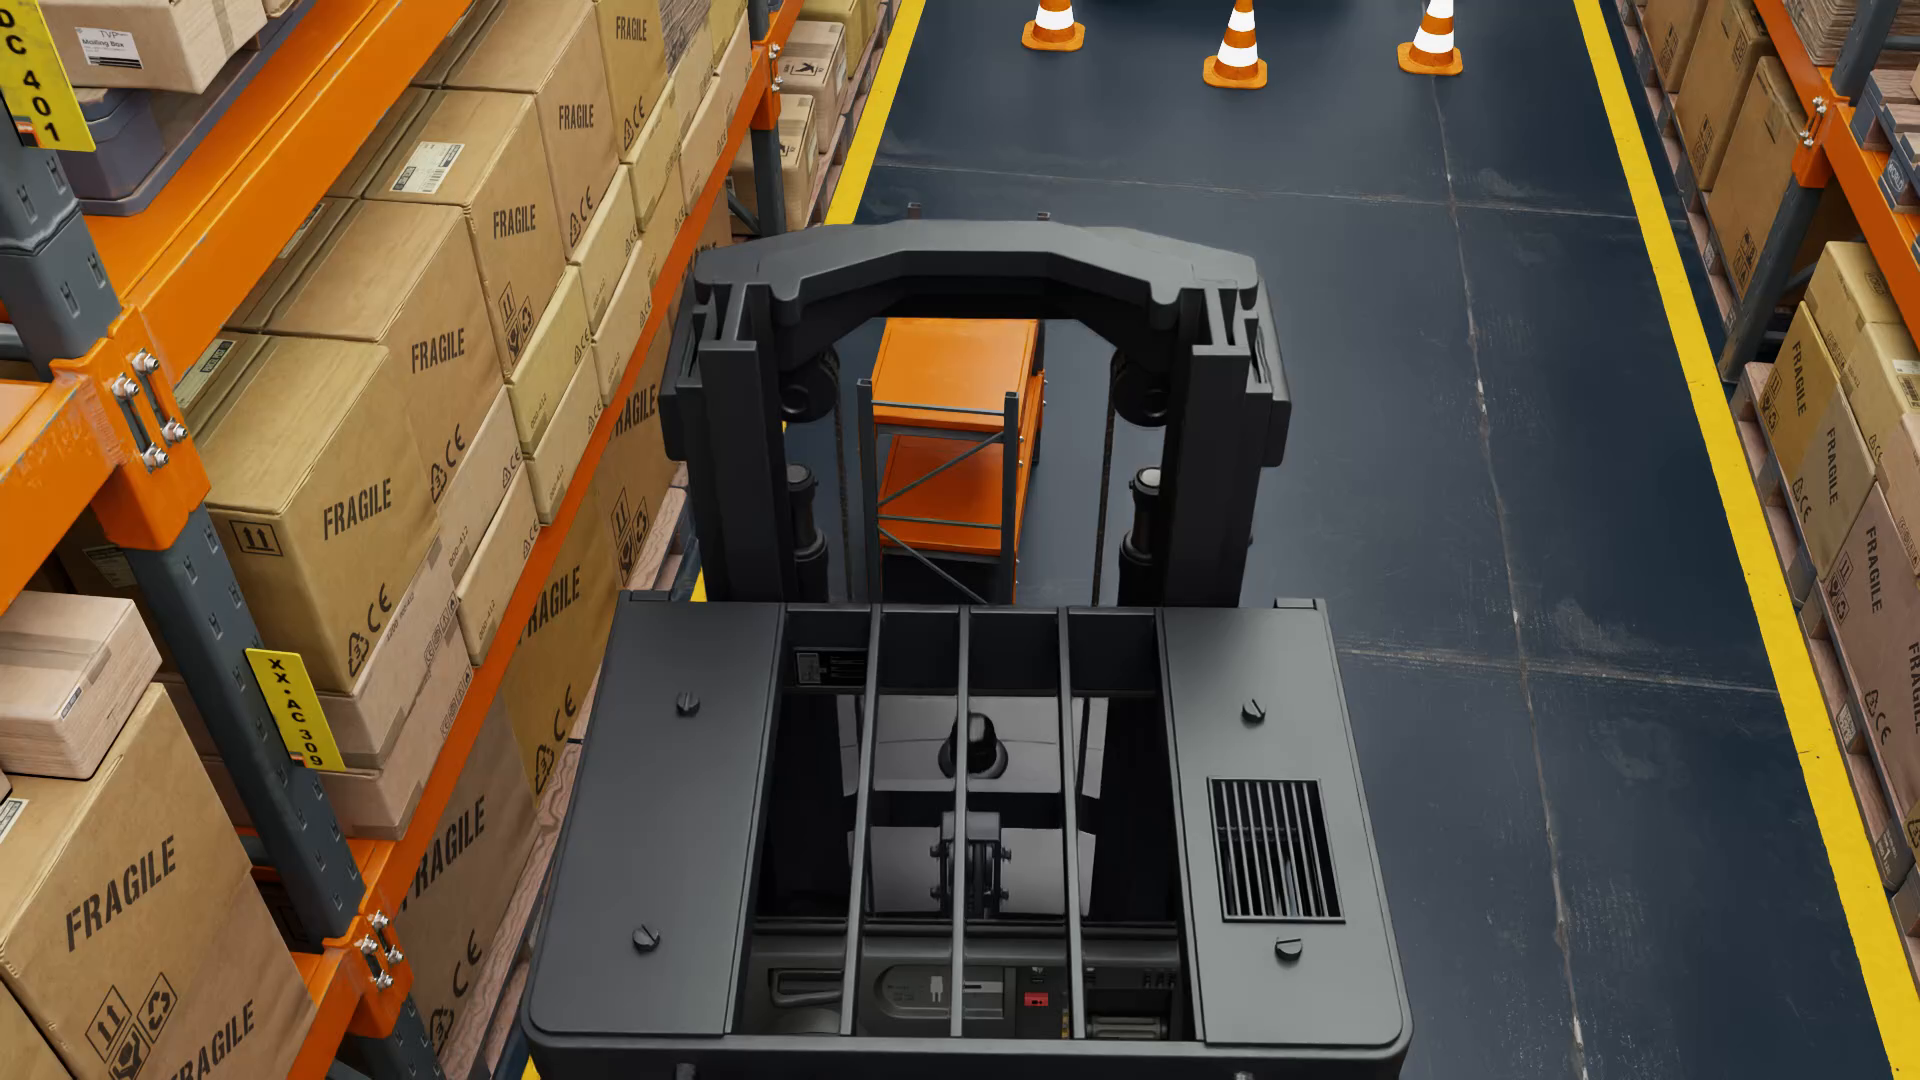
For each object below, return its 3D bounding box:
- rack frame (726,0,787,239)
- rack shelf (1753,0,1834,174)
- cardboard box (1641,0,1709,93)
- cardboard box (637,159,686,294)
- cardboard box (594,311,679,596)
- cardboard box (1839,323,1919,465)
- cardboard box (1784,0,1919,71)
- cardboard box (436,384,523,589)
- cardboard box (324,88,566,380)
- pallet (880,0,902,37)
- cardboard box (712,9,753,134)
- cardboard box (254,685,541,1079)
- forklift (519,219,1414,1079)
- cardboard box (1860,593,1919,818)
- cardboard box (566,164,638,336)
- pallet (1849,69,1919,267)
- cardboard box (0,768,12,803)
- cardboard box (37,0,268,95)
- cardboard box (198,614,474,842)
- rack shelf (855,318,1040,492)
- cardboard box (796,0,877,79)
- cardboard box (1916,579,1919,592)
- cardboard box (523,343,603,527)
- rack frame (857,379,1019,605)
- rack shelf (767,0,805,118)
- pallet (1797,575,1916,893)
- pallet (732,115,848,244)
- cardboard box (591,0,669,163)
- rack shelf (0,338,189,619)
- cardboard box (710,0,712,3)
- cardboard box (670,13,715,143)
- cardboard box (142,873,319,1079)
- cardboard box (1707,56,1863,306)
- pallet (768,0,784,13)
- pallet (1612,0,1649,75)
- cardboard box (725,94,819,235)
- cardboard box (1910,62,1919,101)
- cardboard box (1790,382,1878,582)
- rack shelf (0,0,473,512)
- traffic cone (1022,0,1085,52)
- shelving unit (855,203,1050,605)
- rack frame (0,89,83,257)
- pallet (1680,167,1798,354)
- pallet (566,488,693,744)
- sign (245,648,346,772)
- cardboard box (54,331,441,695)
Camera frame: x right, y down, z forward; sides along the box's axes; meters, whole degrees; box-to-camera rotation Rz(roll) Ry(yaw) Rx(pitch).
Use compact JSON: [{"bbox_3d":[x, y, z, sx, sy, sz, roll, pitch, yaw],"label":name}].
[{"bbox_3d":[-1.236,-2.117,6.304,1.000,3.000,0.127,5,44,6],"label":"rack frame"},{"bbox_3d":[3.948,-2.838,7.588,1.077,0.370,4.000,5,44,6],"label":"rack shelf"},{"bbox_3d":[4.088,-2.709,8.260,1.050,0.750,0.750,5,44,6],"label":"cardboard box"},{"bbox_3d":[-1.180,-1.003,5.237,0.500,0.250,0.500,5,44,5],"label":"cardboard box"},{"bbox_3d":[-1.532,-0.427,5.759,0.875,0.875,0.875,6,44,6],"label":"cardboard box"},{"bbox_3d":[3.285,-0.459,5.521,0.500,0.250,0.500,5,44,5],"label":"cardboard box"},{"bbox_3d":[3.477,-2.103,6.217,0.500,0.500,0.500,5,44,6],"label":"cardboard box"},{"bbox_3d":[-1.386,-0.150,3.972,0.500,0.250,0.500,6,44,6],"label":"cardboard box"},{"bbox_3d":[-1.314,-0.755,4.065,0.500,0.500,0.500,4,44,4],"label":"cardboard box"},{"bbox_3d":[-0.809,-3.300,9.581,1.003,0.211,1.213,5,44,6],"label":"pallet"},{"bbox_3d":[-1.046,-1.694,5.967,0.500,0.250,0.500,4,44,4],"label":"cardboard box"},{"bbox_3d":[-1.763,0.798,4.465,0.875,0.875,0.875,6,44,7],"label":"cardboard box"},{"bbox_3d":[0.013,1.038,3.022,1.130,2.935,3.031,1,43,1],"label":"forklift"},{"bbox_3d":[3.143,0.519,5.032,0.500,0.500,0.500,4,44,5],"label":"cardboard box"},{"bbox_3d":[-1.229,-0.836,4.697,0.500,0.250,0.500,4,44,4],"label":"cardboard box"},{"bbox_3d":[3.695,-1.171,5.444,1.213,0.211,1.003,5,44,6],"label":"pallet"},{"bbox_3d":[-1.633,0.383,2.392,0.380,0.149,0.250,6,44,7],"label":"cardboard box"},{"bbox_3d":[-1.352,-0.893,2.622,0.396,0.266,0.258,5,44,5],"label":"cardboard box"},{"bbox_3d":[-1.445,0.388,3.768,0.500,0.250,0.500,4,44,5],"label":"cardboard box"},{"bbox_3d":[-0.001,-0.616,5.657,0.538,0.278,1.000,5,44,6],"label":"rack shelf"},{"bbox_3d":[-0.956,-2.719,8.546,0.950,0.372,0.625,7,44,7],"label":"cardboard box"},{"bbox_3d":[3.140,0.232,4.791,0.500,0.250,0.500,3,44,4],"label":"cardboard box"},{"bbox_3d":[-1.295,-0.313,4.508,0.500,0.250,0.500,5,44,5],"label":"cardboard box"},{"bbox_3d":[-0.068,-0.057,5.493,0.500,1.125,0.032,5,44,6],"label":"rack frame"},{"bbox_3d":[-0.972,-3.219,7.991,1.077,0.370,4.000,5,44,6],"label":"rack shelf"},{"bbox_3d":[3.415,0.638,5.422,1.003,0.211,1.213,5,44,6],"label":"pallet"},{"bbox_3d":[-1.132,-1.637,7.825,1.003,0.211,1.213,5,44,6],"label":"pallet"},{"bbox_3d":[-1.177,-1.452,4.802,0.500,0.500,0.500,5,44,6],"label":"cardboard box"},{"bbox_3d":[-2.030,1.144,1.201,1.077,0.370,4.000,5,44,6],"label":"rack shelf"},{"bbox_3d":[-1.046,-2.140,5.529,0.500,0.500,0.500,4,44,4],"label":"cardboard box"},{"bbox_3d":[-1.113,-1.541,5.441,0.500,0.250,0.500,4,44,4],"label":"cardboard box"},{"bbox_3d":[-1.573,0.912,3.032,0.500,0.500,0.500,6,44,6],"label":"cardboard box"},{"bbox_3d":[3.853,-1.478,6.960,1.050,0.750,0.750,5,44,5],"label":"cardboard box"},{"bbox_3d":[-1.248,-2.543,6.893,1.213,0.211,1.003,5,44,6],"label":"pallet"},{"bbox_3d":[4.185,-2.917,9.177,1.003,0.211,1.213,5,44,6],"label":"pallet"},{"bbox_3d":[-1.152,-1.699,7.469,0.950,0.372,0.625,3,43,3],"label":"cardboard box"},{"bbox_3d":[3.424,-1.510,5.541,0.380,0.149,0.250,5,44,5],"label":"cardboard box"},{"bbox_3d":[3.274,-0.179,5.770,0.500,0.500,0.500,6,44,6],"label":"cardboard box"},{"bbox_3d":[-1.501,-1.582,4.080,1.077,0.370,4.000,5,44,6],"label":"rack shelf"},{"bbox_3d":[0.516,-2.949,9.028,0.336,0.463,0.334,5,44,6],"label":"traffic cone"},{"bbox_3d":[-0.001,-0.404,5.858,0.538,1.125,1.048,5,44,6],"label":"shelving unit"},{"bbox_3d":[-1.765,-1.569,1.362,1.000,3.000,0.127,5,44,6],"label":"rack frame"},{"bbox_3d":[3.862,-1.254,7.420,1.003,0.211,1.213,5,44,6],"label":"pallet"},{"bbox_3d":[-1.579,0.255,5.827,1.003,0.211,1.213,5,44,6],"label":"pallet"},{"bbox_3d":[-1.215,0.316,3.048,0.100,0.325,0.005,5,44,6],"label":"sign"},{"bbox_3d":[-1.422,-0.064,3.336,0.500,0.500,0.500,6,44,6],"label":"cardboard box"}]
